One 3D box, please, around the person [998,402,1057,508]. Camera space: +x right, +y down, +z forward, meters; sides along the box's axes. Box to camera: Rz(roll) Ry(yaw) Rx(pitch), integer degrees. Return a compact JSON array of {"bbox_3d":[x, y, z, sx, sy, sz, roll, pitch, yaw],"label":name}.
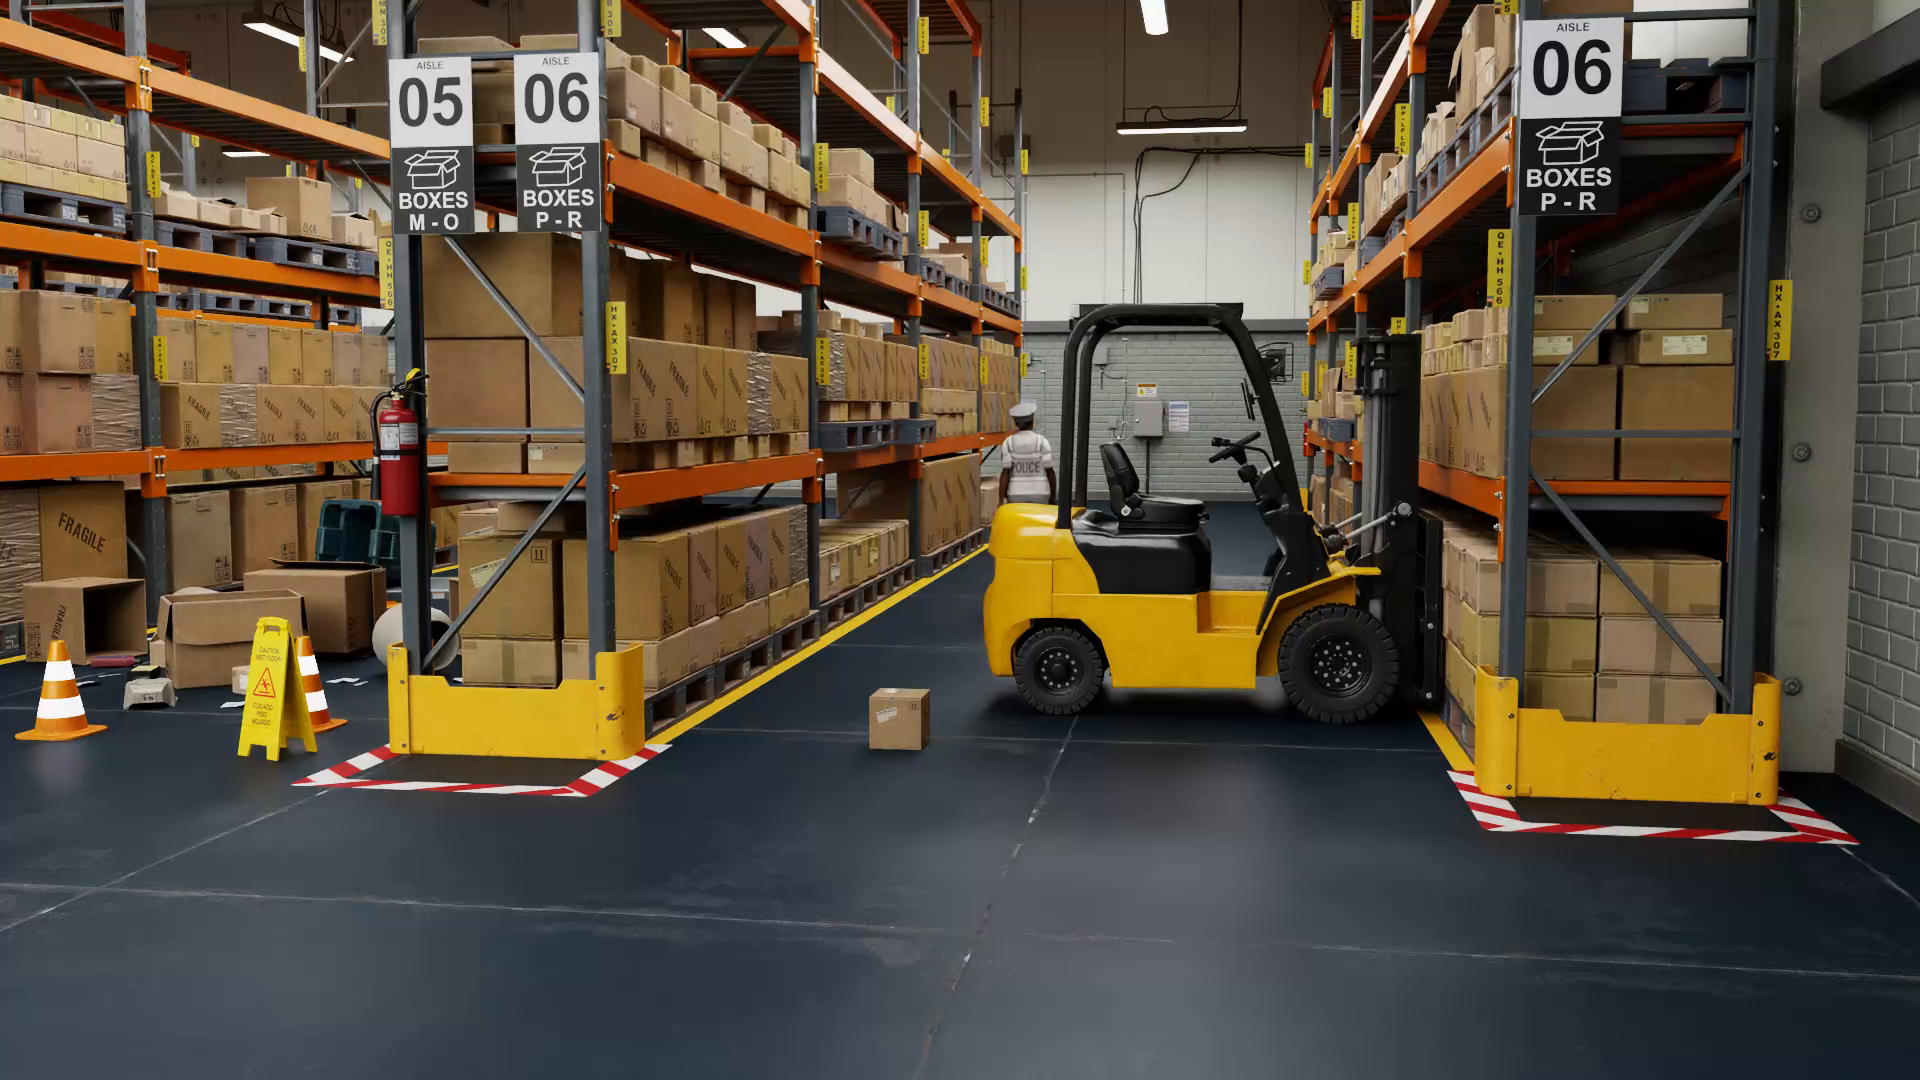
[{"bbox_3d":[0.599,-0.384,14.510,0.473,1.637,1.016,1,5,13],"label":"person"}]
